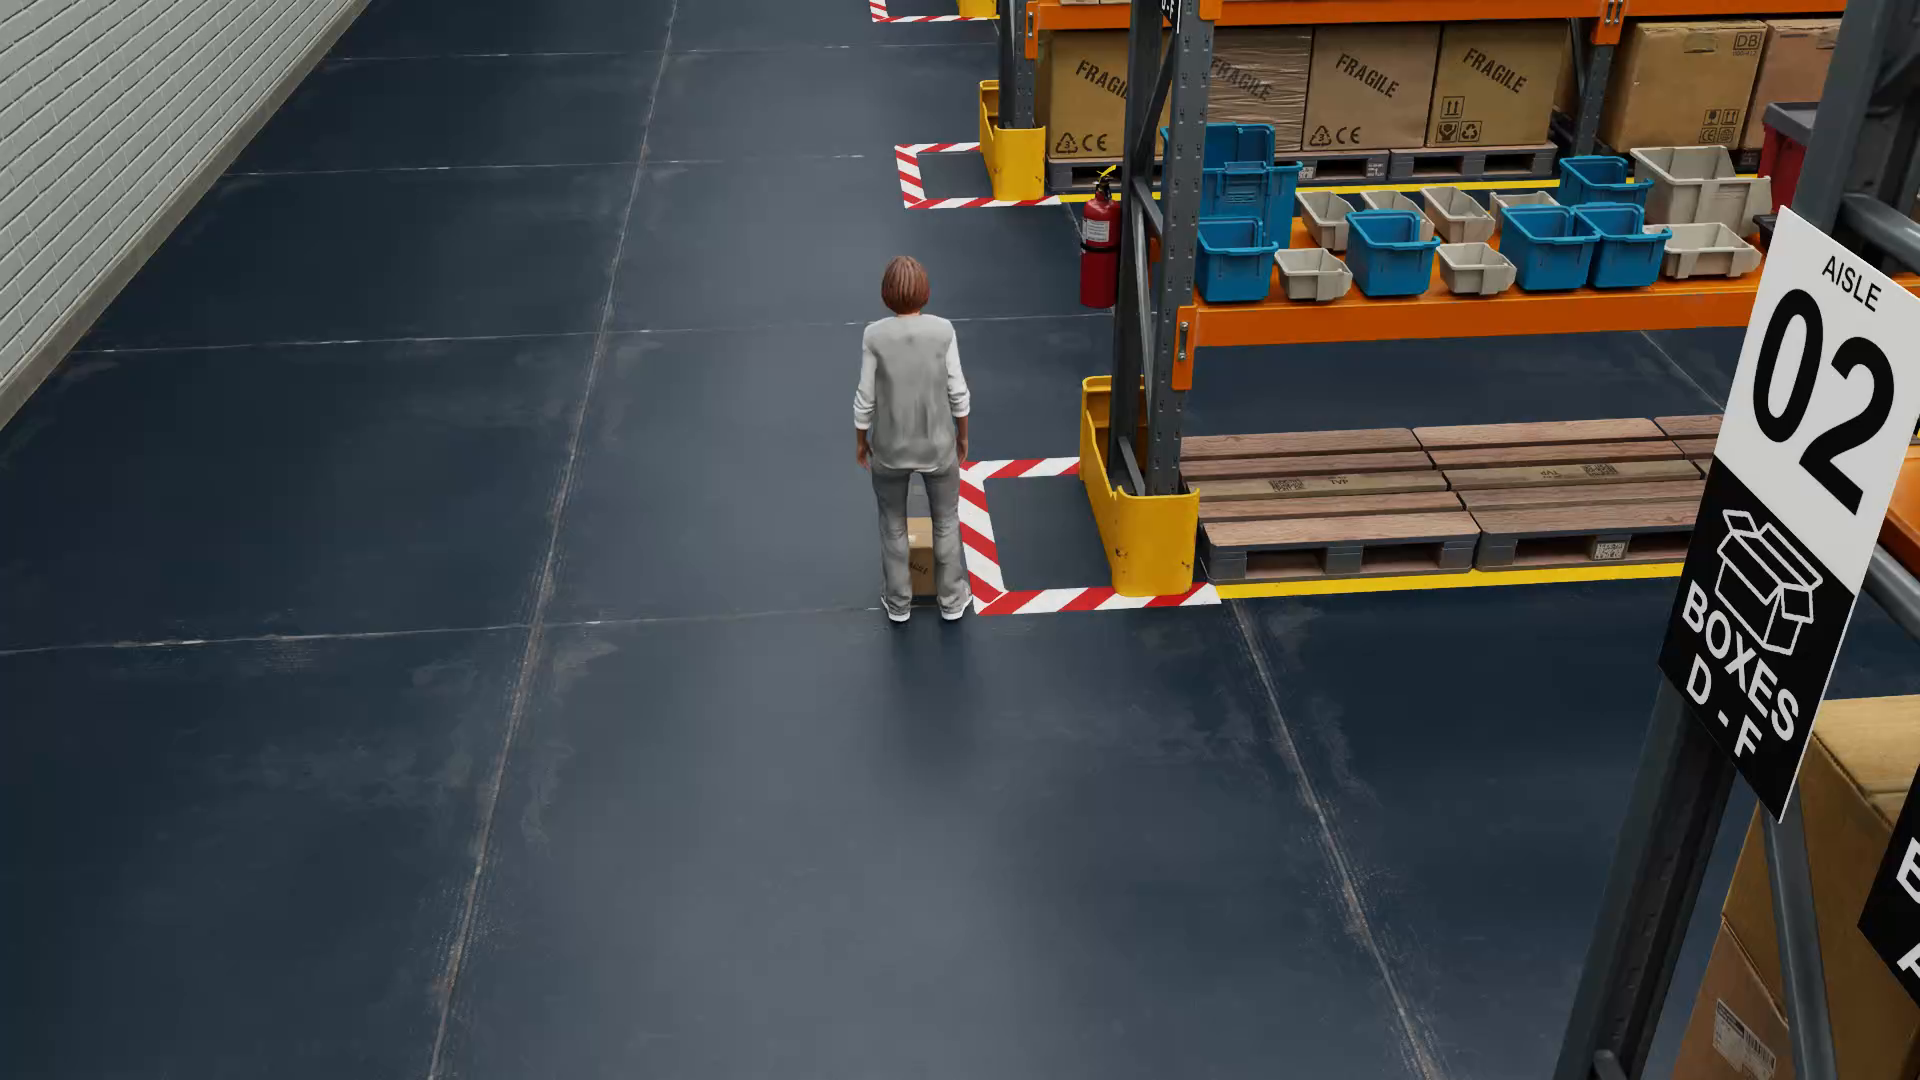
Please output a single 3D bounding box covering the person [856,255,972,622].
[{"bbox_3d":[-0.184,-0.381,6.764,0.479,1.594,0.311,-2,32,-3],"label":"person"}]
